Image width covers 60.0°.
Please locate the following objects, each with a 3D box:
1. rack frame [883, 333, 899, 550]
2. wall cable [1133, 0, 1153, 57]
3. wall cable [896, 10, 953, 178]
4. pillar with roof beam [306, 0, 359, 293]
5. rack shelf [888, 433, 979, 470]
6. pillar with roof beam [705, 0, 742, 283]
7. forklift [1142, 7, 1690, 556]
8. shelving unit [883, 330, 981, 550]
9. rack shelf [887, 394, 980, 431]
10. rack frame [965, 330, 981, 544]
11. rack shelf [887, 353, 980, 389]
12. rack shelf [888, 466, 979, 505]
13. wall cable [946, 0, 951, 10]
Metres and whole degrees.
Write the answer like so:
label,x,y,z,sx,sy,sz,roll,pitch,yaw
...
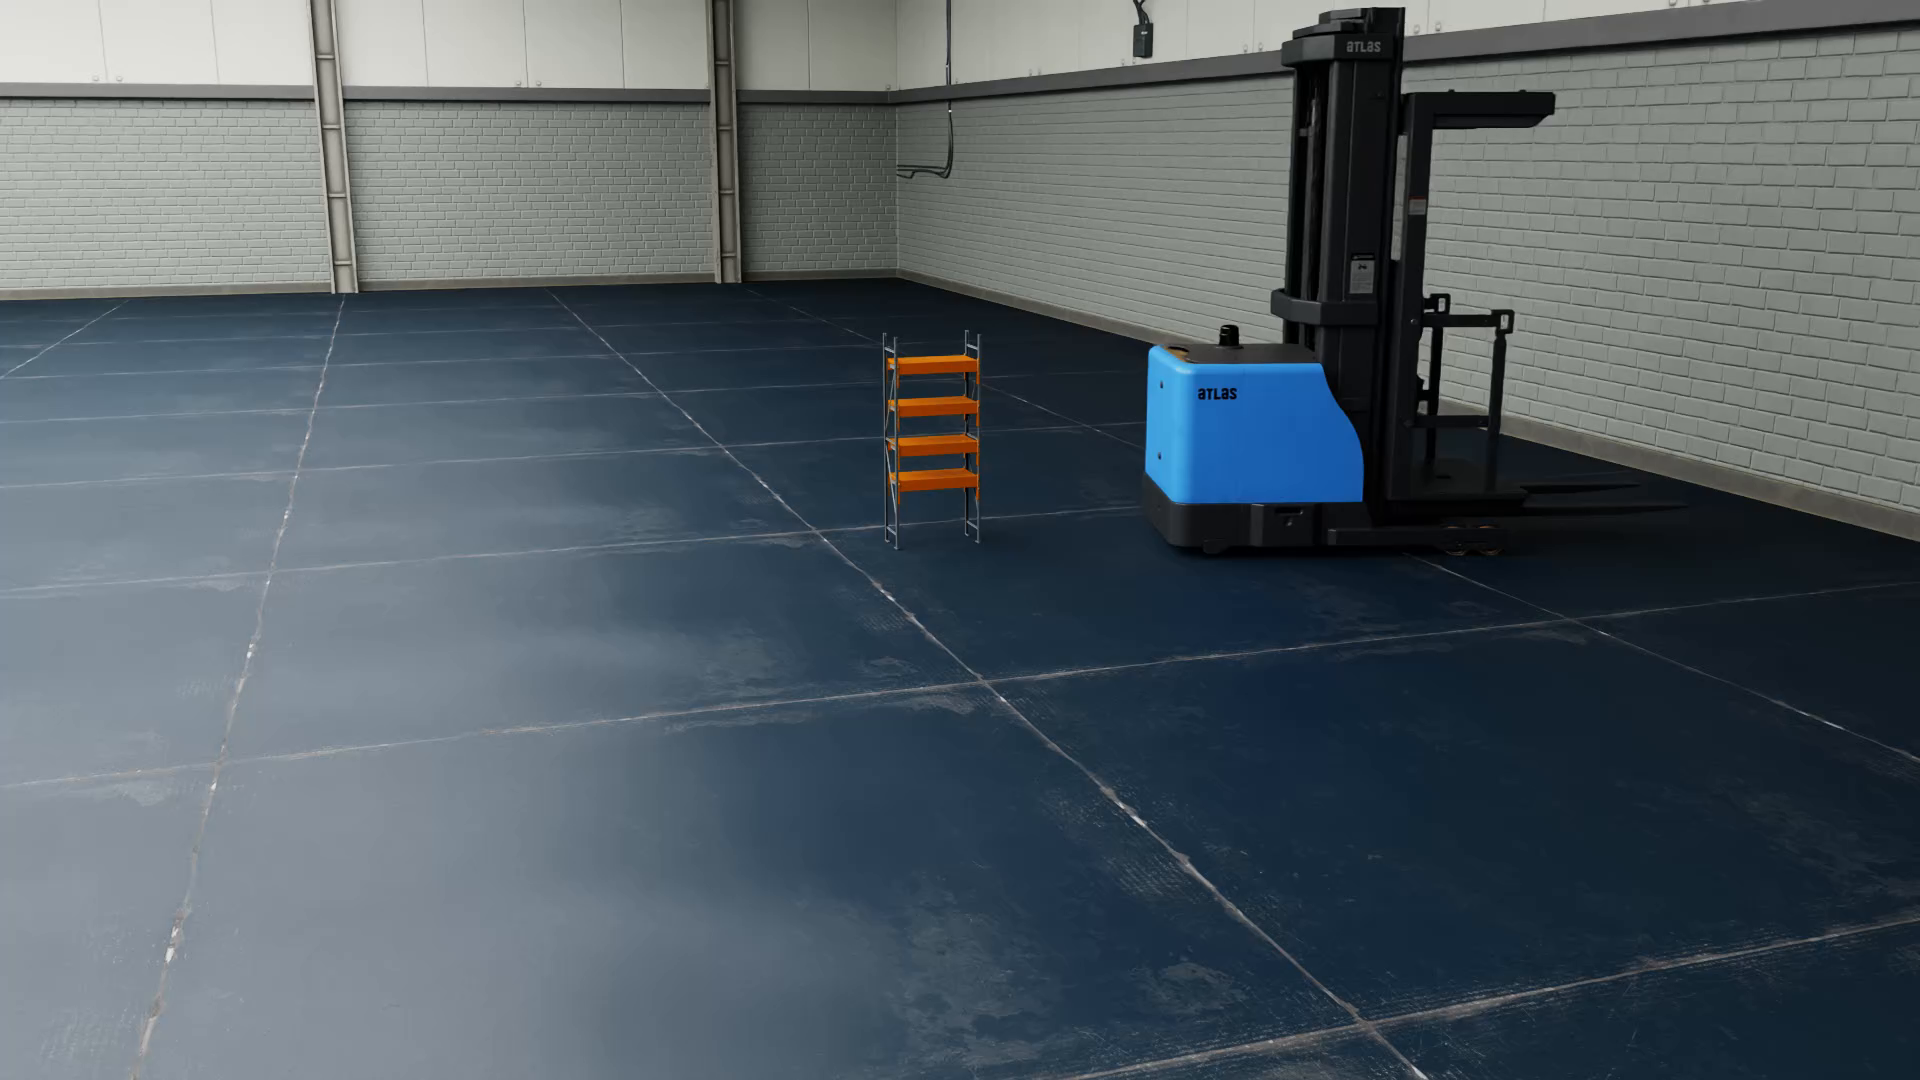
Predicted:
label,x,y,z,sx,sy,sz,roll,pitch,yaw
rack frame,-0.388,-0.553,9.377,0.015,1.200,0.240,-4,14,-18
wall cable,2.368,-8.169,17.189,0.169,6.003,2.305,-4,14,-18
wall cable,-0.645,-7.087,26.700,0.112,2.526,3.097,-4,14,-18
pillar with roof beam,-8.172,-7.283,20.815,0.400,9.000,9.100,-4,14,-18
rack shelf,-0.157,-0.506,9.468,0.480,0.148,0.258,-4,14,-18
pillar with roof beam,-2.486,-7.726,22.677,0.400,9.000,9.100,-4,14,-18
forklift,2.643,-1.459,9.441,3.031,2.935,1.130,-1,13,-4
shelving unit,-0.157,-0.572,9.453,0.503,1.200,0.258,-4,14,-18
rack shelf,-0.157,-0.724,9.416,0.480,0.148,0.258,-4,14,-18
rack frame,0.074,-0.590,9.528,0.015,1.200,0.240,-4,14,-18
rack shelf,-0.157,-0.954,9.362,0.480,0.148,0.258,-4,14,-18
rack shelf,-0.157,-0.313,9.514,0.480,0.148,0.258,-4,14,-18
wall cable,0.218,-8.951,23.622,0.112,2.526,3.097,-4,14,-18
